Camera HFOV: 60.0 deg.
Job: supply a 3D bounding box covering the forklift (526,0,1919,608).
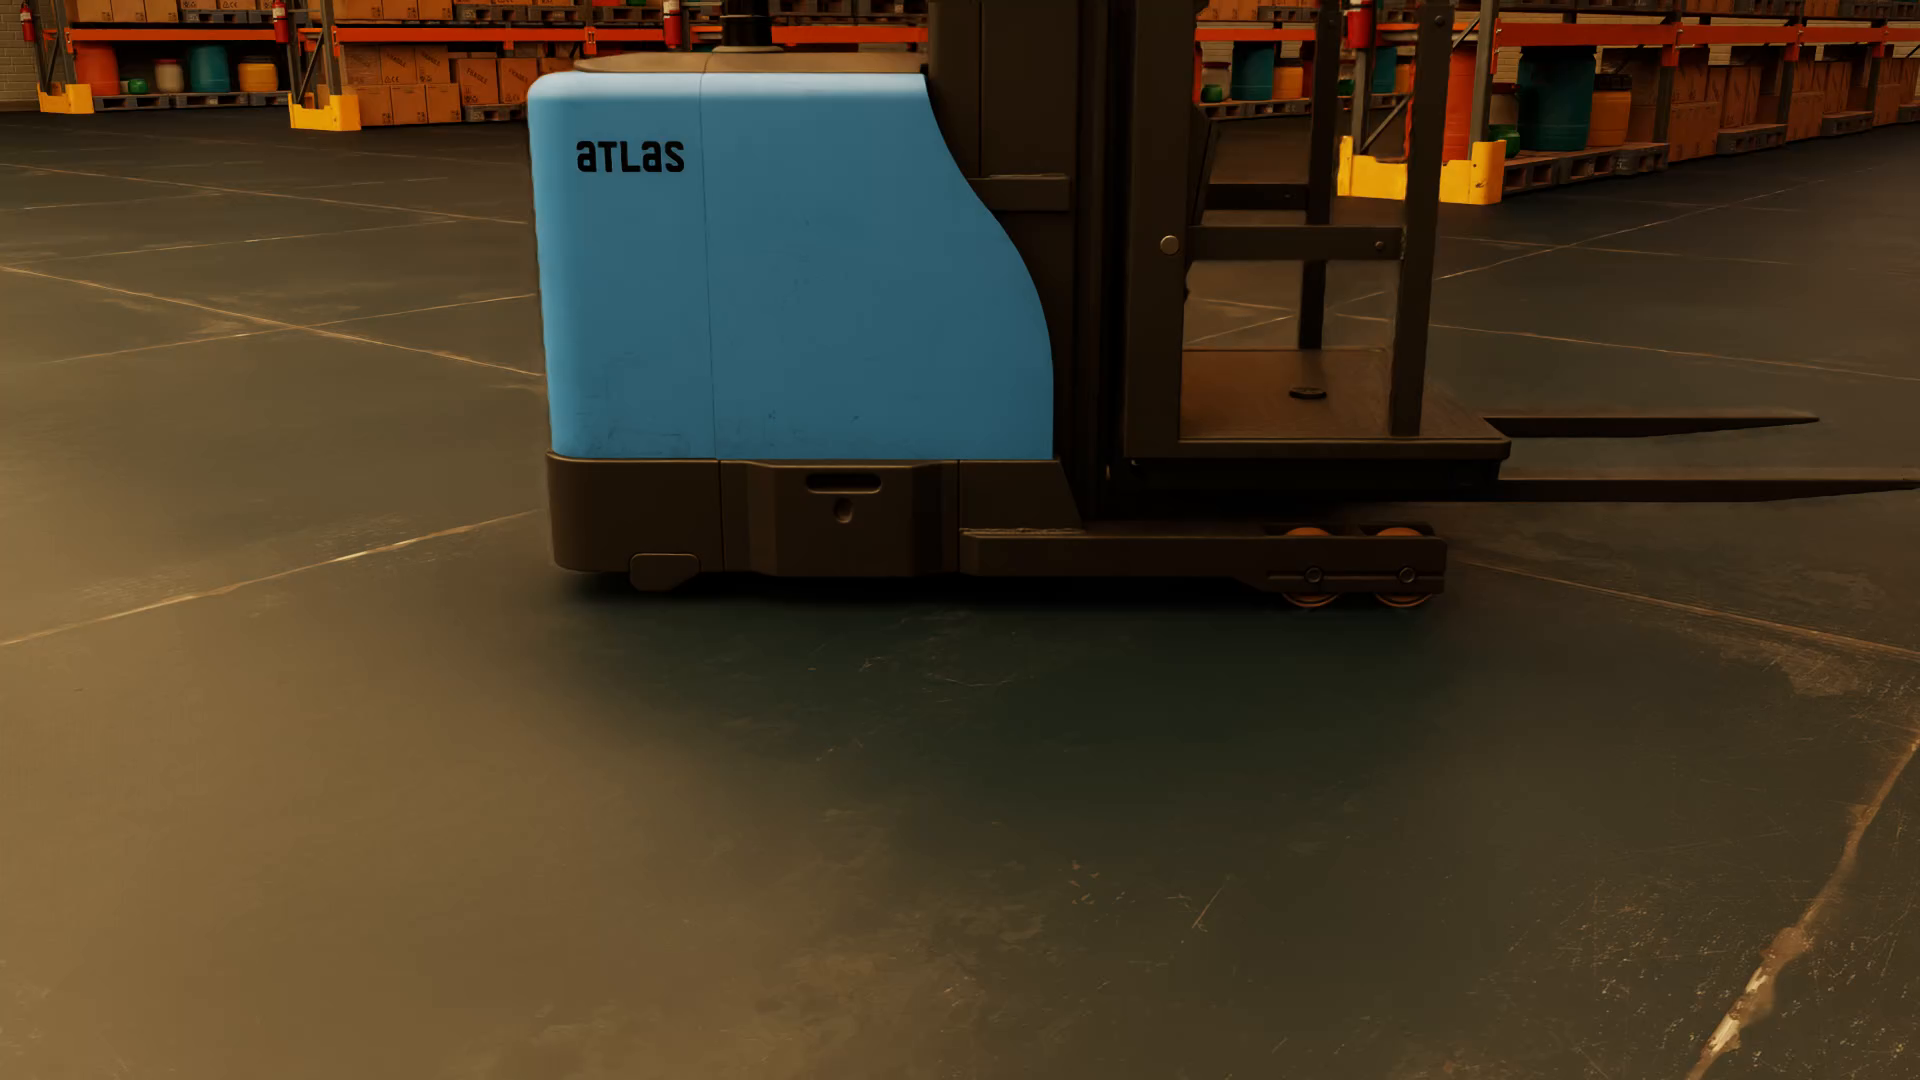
[{"bbox_3d":[0.646,-1.416,3.561,3.031,2.935,1.130,0,17,0],"label":"forklift"}]
